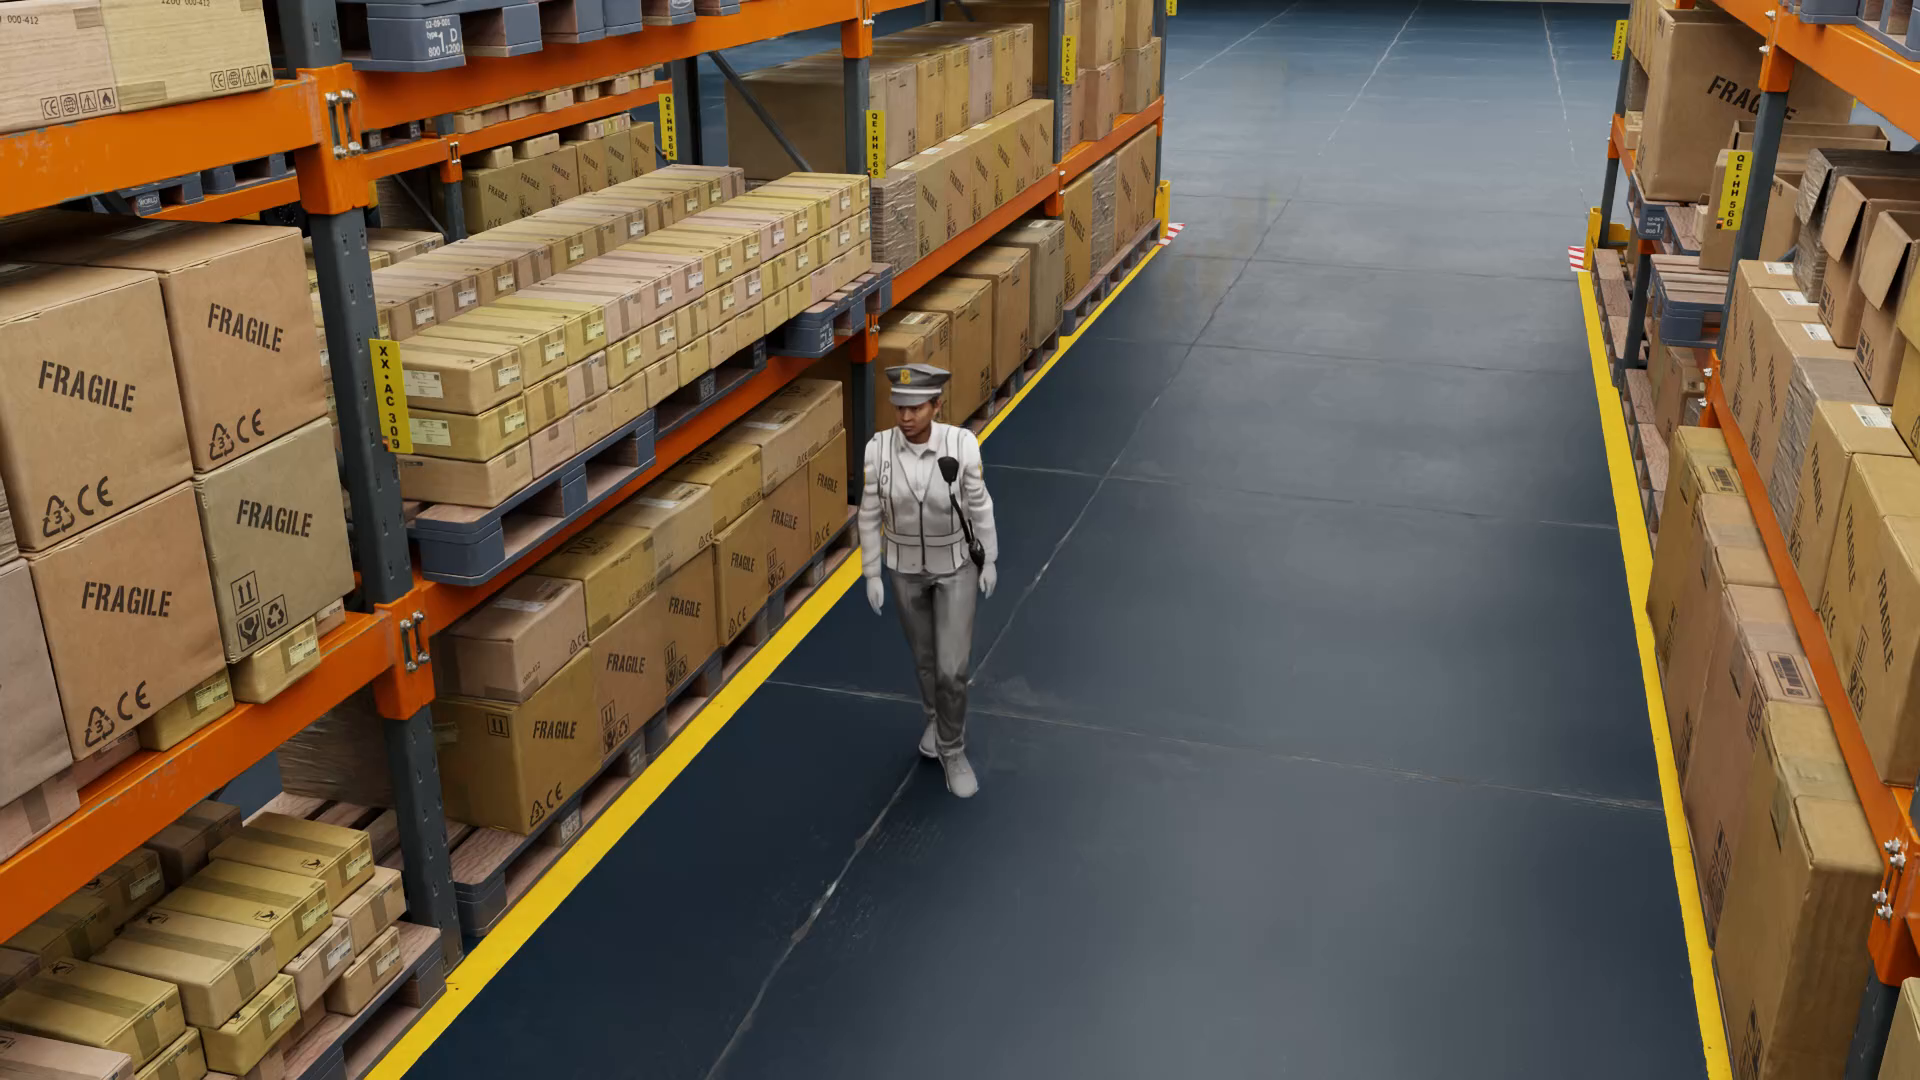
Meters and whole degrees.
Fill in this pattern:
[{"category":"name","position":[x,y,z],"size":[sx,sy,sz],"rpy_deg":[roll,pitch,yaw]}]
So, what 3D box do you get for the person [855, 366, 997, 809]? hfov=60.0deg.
[{"category":"person","position":[-0.128,0.142,6.272],"size":[0.512,1.729,0.580],"rpy_deg":[5,23,11]}]
